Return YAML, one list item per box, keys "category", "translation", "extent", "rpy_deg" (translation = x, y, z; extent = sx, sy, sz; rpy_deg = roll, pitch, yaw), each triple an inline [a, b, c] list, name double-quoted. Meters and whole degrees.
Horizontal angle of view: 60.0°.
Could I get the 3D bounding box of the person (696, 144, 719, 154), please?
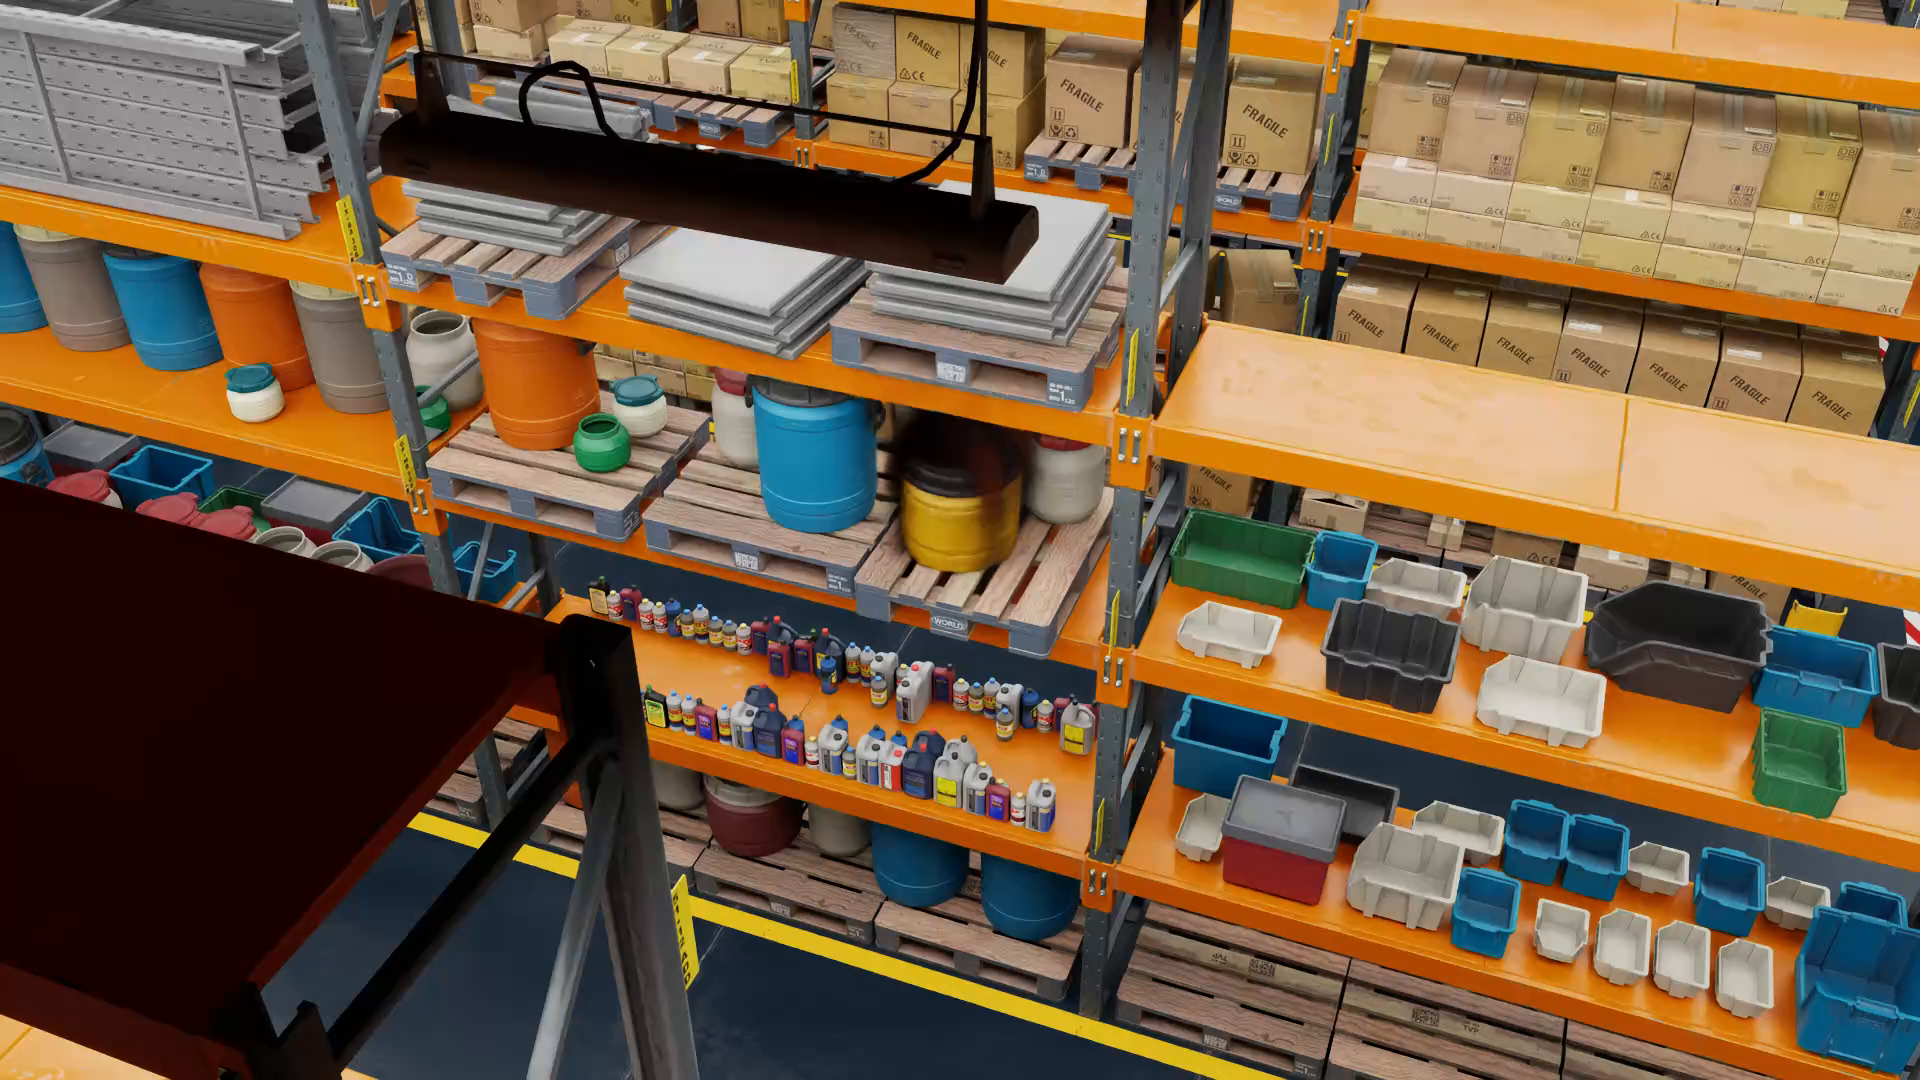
- category: "person"
  translation: [-2.338, -3.115, 16.110]
  extent: [0.567, 1.780, 0.366]
  rpy_deg: [21, 41, 26]
